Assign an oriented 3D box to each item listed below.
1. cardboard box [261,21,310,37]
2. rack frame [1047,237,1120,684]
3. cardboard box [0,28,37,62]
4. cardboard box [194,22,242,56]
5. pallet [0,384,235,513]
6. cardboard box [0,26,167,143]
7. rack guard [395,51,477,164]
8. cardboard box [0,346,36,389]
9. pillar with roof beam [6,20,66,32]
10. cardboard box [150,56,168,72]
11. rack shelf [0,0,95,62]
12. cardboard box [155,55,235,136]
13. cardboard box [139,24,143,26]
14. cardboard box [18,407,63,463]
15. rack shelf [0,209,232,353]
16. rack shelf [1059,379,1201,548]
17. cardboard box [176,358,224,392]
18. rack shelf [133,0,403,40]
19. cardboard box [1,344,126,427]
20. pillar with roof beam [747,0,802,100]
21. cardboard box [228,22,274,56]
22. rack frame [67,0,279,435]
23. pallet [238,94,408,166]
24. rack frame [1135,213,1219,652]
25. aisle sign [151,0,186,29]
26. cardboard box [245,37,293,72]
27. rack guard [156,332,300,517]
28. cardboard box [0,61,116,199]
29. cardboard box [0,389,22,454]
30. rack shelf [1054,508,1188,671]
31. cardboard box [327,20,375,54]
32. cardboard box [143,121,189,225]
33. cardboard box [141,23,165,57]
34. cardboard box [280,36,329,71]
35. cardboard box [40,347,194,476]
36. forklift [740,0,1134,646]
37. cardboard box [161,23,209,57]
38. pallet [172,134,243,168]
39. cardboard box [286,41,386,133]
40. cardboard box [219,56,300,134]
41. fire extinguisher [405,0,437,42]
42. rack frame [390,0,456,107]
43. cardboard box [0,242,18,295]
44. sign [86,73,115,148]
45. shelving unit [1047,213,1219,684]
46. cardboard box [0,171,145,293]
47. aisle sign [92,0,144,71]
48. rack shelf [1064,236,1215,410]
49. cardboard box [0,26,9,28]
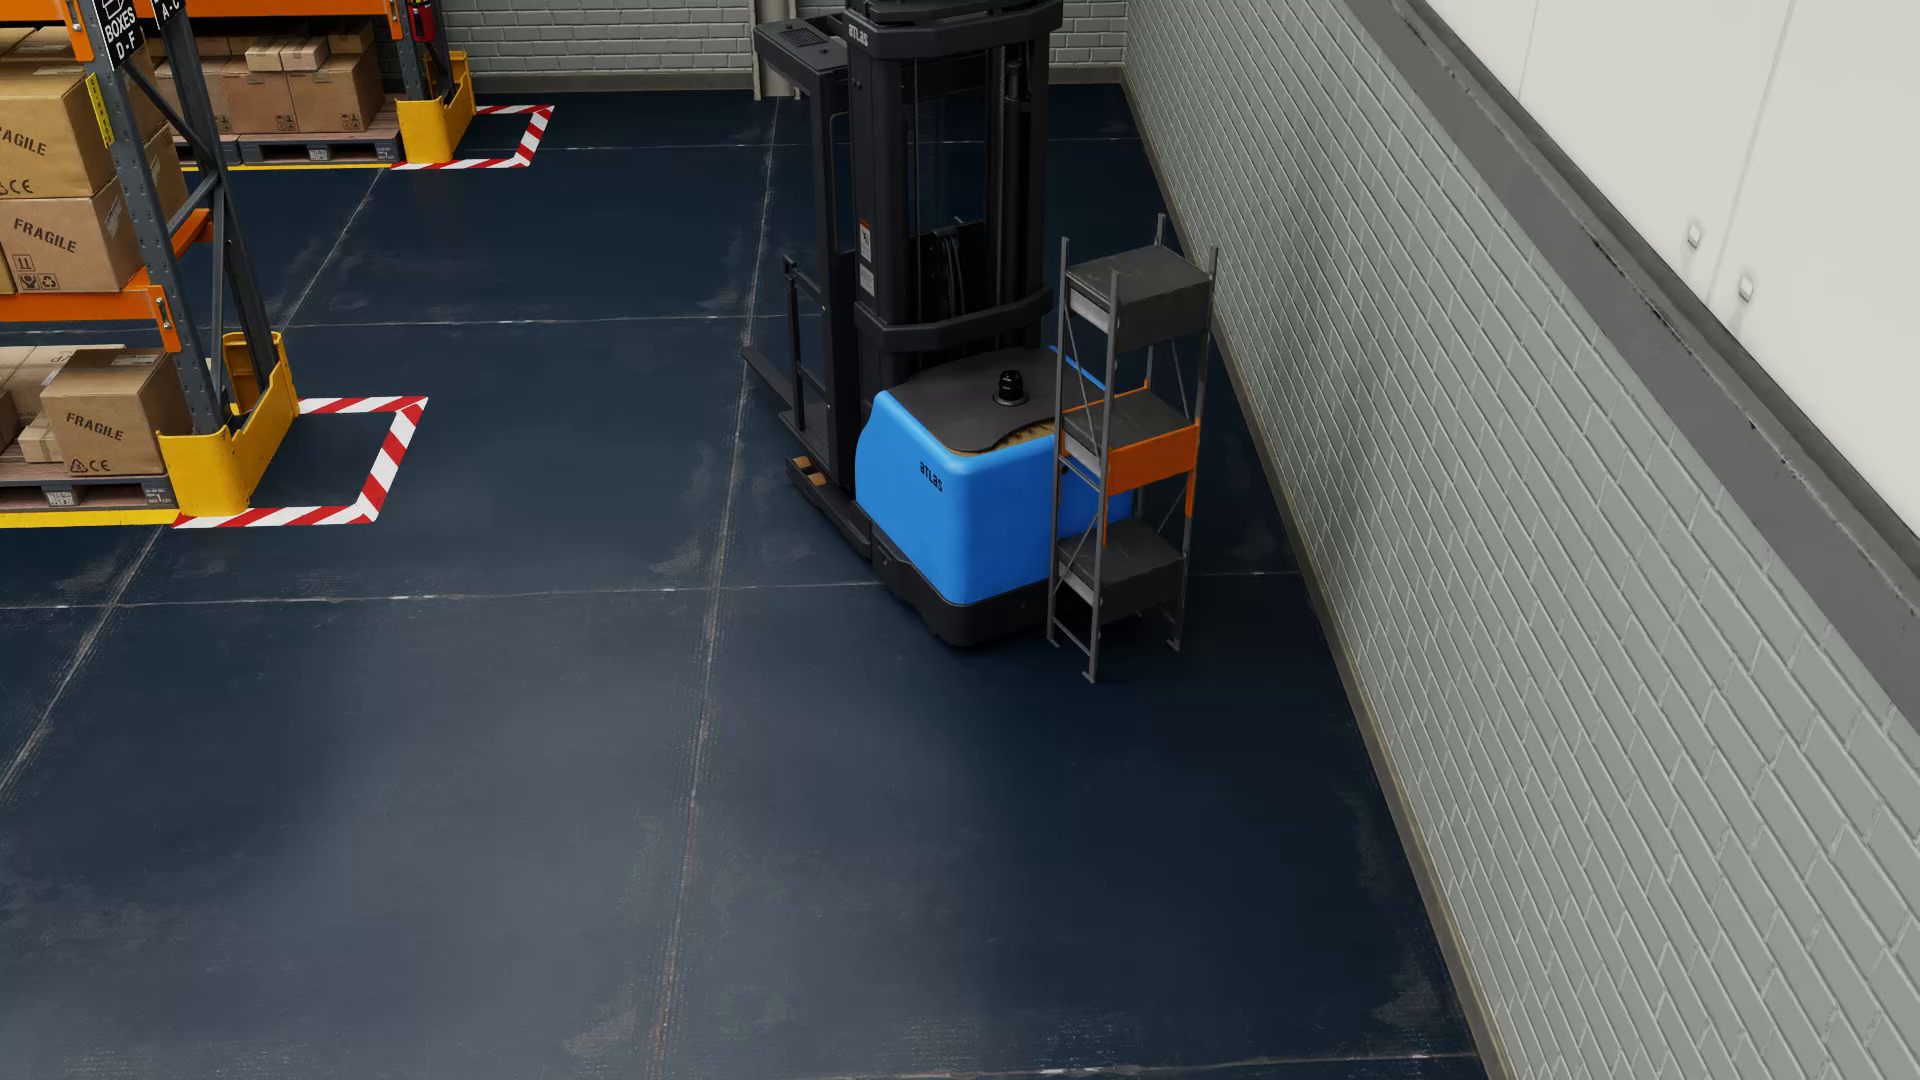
[{"bbox_3d":[-5.301,-3.947,13.076,0.250,0.149,0.380,-1,35,-2],"label":"cardboard box"},{"bbox_3d":[0.527,-0.289,7.323,0.015,2.100,0.400,-18,39,-24],"label":"rack frame"},{"bbox_3d":[-4.955,-2.265,8.420,0.500,0.500,0.500,-1,35,-2],"label":"cardboard box"},{"bbox_3d":[-5.805,-3.934,13.056,0.250,0.149,0.380,-1,35,-2],"label":"cardboard box"},{"bbox_3d":[-4.850,-0.522,9.319,1.213,0.211,1.003,-2,35,-2],"label":"pallet"},{"bbox_3d":[-4.433,-2.283,8.447,0.500,0.500,0.500,-1,35,-1],"label":"cardboard box"},{"bbox_3d":[-4.192,-3.481,13.341,0.348,0.500,1.175,-2,35,-2],"label":"rack guard"},{"bbox_3d":[-5.533,-0.863,9.391,0.500,0.250,0.500,-2,35,-2],"label":"cardboard box"},{"bbox_3d":[-7.349,-4.931,7.968,0.400,9.000,9.100,-2,35,-2],"label":"pillar with roof beam"},{"bbox_3d":[-6.445,-3.532,13.045,0.500,0.500,0.700,-1,35,-1],"label":"cardboard box"},{"bbox_3d":[-5.976,-2.577,7.834,4.000,0.370,1.077,-2,35,-2],"label":"rack shelf"},{"bbox_3d":[-5.913,-3.550,13.072,0.500,0.500,0.700,-3,35,-4],"label":"cardboard box"},{"bbox_3d":[-6.572,-3.912,13.025,0.250,0.149,0.380,-1,35,-2],"label":"cardboard box"},{"bbox_3d":[-4.918,-0.594,9.076,0.250,0.166,0.380,-2,35,-2],"label":"cardboard box"},{"bbox_3d":[-5.976,-1.343,8.687,4.000,0.370,1.077,-2,35,-2],"label":"rack shelf"},{"bbox_3d":[0.738,-0.347,7.431,0.480,0.518,0.431,-18,39,-24],"label":"rack shelf"},{"bbox_3d":[-4.412,-0.886,9.512,0.250,0.149,0.380,-2,35,-2],"label":"cardboard box"},{"bbox_3d":[-6.214,-4.159,12.756,4.000,0.370,1.077,-2,35,-2],"label":"rack shelf"},{"bbox_3d":[-5.034,-0.876,9.410,0.500,0.250,0.500,-2,35,-2],"label":"cardboard box"},{"bbox_3d":[-1.356,-5.093,8.201,0.400,9.000,9.100,-2,35,-2],"label":"pillar with roof beam"},{"bbox_3d":[-5.551,-3.941,13.066,0.250,0.149,0.380,-1,35,-2],"label":"cardboard box"},{"bbox_3d":[-3.978,-1.693,8.560,0.127,3.000,1.000,-2,35,-2],"label":"rack frame"},{"bbox_3d":[-5.011,-3.296,13.327,1.213,0.211,1.003,-2,35,-2],"label":"pallet"},{"bbox_3d":[0.949,-0.428,7.523,0.015,2.100,0.400,-18,39,-24],"label":"rack frame"},{"bbox_3d":[-3.924,-2.931,8.064,0.004,0.787,0.394,-2,35,-2],"label":"aisle sign"},{"bbox_3d":[-5.285,-3.730,12.762,0.250,0.149,0.380,-1,35,-1],"label":"cardboard box"},{"bbox_3d":[-4.054,-0.663,9.269,0.348,0.500,1.175,-2,35,-2],"label":"rack guard"},{"bbox_3d":[-4.409,-1.977,8.004,0.500,0.500,0.500,-2,35,-3],"label":"cardboard box"},{"bbox_3d":[-5.460,-0.580,8.982,0.500,0.250,0.500,-2,35,-2],"label":"cardboard box"},{"bbox_3d":[0.738,0.228,7.829,0.480,0.518,0.431,-18,39,-24],"label":"rack shelf"},{"bbox_3d":[-4.795,-3.962,13.096,0.250,0.149,0.380,-1,35,-2],"label":"cardboard box"},{"bbox_3d":[-4.433,-1.872,8.731,0.500,0.500,0.500,-1,35,-1],"label":"cardboard box"},{"bbox_3d":[-6.314,-3.920,13.036,0.250,0.149,0.380,-2,35,-3],"label":"cardboard box"},{"bbox_3d":[-5.030,-3.737,12.772,0.250,0.149,0.380,-2,35,-3],"label":"cardboard box"},{"bbox_3d":[-4.509,-0.691,8.923,0.500,0.500,0.500,-2,35,-2],"label":"cardboard box"},{"bbox_3d":[-0.302,-1.517,8.366,1.130,2.935,3.031,-17,38,-23],"label":"forklift"},{"bbox_3d":[-6.061,-3.926,13.045,0.250,0.149,0.380,-1,35,-2],"label":"cardboard box"},{"bbox_3d":[-6.227,-3.265,13.282,1.213,0.211,1.003,-2,35,-2],"label":"pallet"},{"bbox_3d":[-4.910,-3.578,13.111,0.500,0.500,0.700,-2,35,-2],"label":"cardboard box"},{"bbox_3d":[-5.410,-3.564,13.092,0.500,0.500,0.700,-2,35,-2],"label":"cardboard box"},{"bbox_3d":[-4.044,-4.065,12.384,0.183,0.674,0.296,-2,35,-2],"label":"fire extinguisher"},{"bbox_3d":[-4.216,-4.509,12.629,0.127,3.000,1.000,-2,35,-2],"label":"rack frame"},{"bbox_3d":[-4.930,-1.551,8.268,0.500,0.500,0.500,-1,35,-2],"label":"cardboard box"},{"bbox_3d":[-3.972,-1.983,7.684,0.005,0.325,0.100,-2,35,-2],"label":"sign"},{"bbox_3d":[0.738,-0.359,7.423,0.503,2.100,0.431,-18,39,-24],"label":"shelving unit"},{"bbox_3d":[-4.412,-1.567,8.291,0.500,0.500,0.500,-1,35,-1],"label":"cardboard box"},{"bbox_3d":[-3.895,-2.590,7.572,0.004,0.787,0.394,-2,35,-2],"label":"aisle sign"},{"bbox_3d":[0.738,-0.923,7.032,0.480,0.518,0.431,-18,39,-24],"label":"rack shelf"},{"bbox_3d":[-7.614,-3.883,12.983,0.250,0.149,0.380,-2,35,-3],"label":"cardboard box"}]
